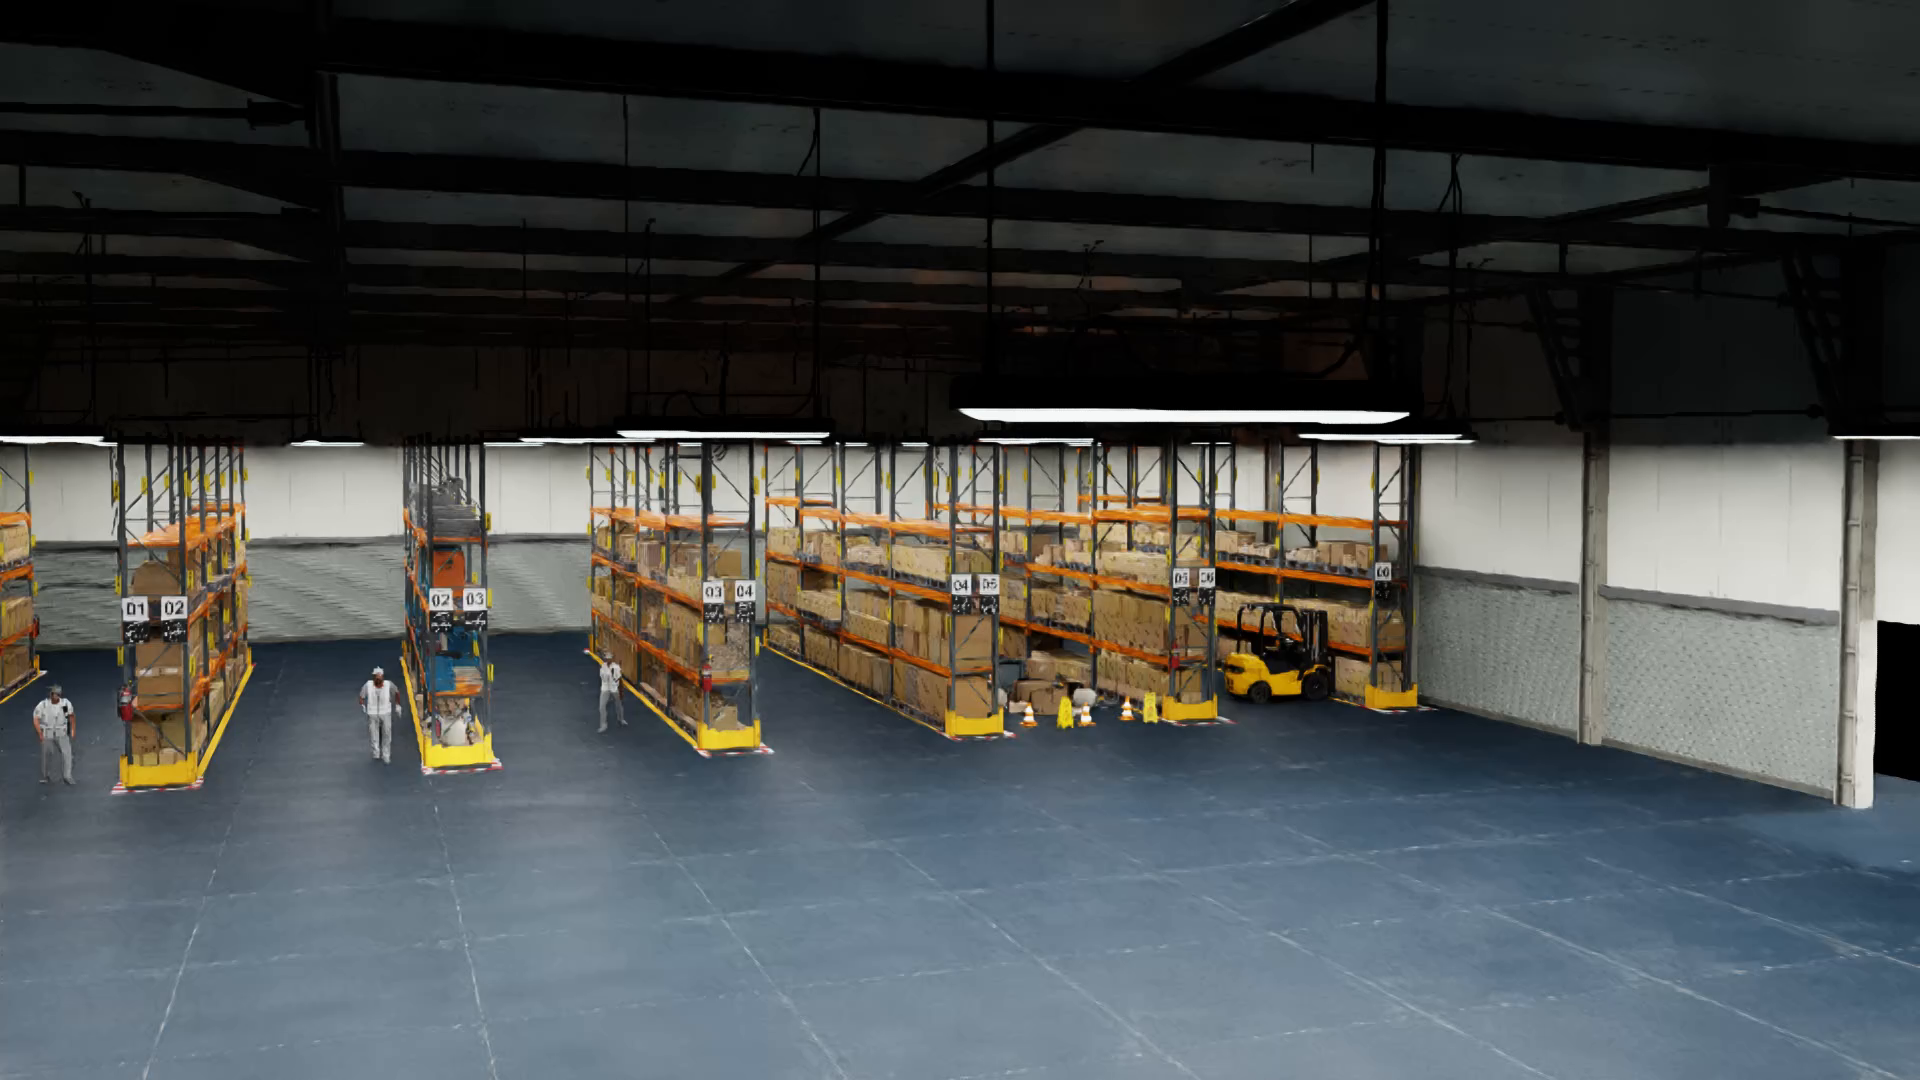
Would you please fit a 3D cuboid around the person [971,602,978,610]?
[{"bbox_3d":[0.301,2.453,43.664,0.575,1.665,0.571,0,3,0],"label":"person"}]

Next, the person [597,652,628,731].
[{"bbox_3d":[-7.062,3.041,33.753,0.505,1.610,0.939,0,3,1],"label":"person"}]

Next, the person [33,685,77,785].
[{"bbox_3d":[-15.399,3.293,28.286,0.662,1.712,0.765,-2,4,-33],"label":"person"}]

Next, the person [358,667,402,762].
[{"bbox_3d":[-10.626,3.169,30.459,0.727,1.721,0.816,-1,3,-15],"label":"person"}]
